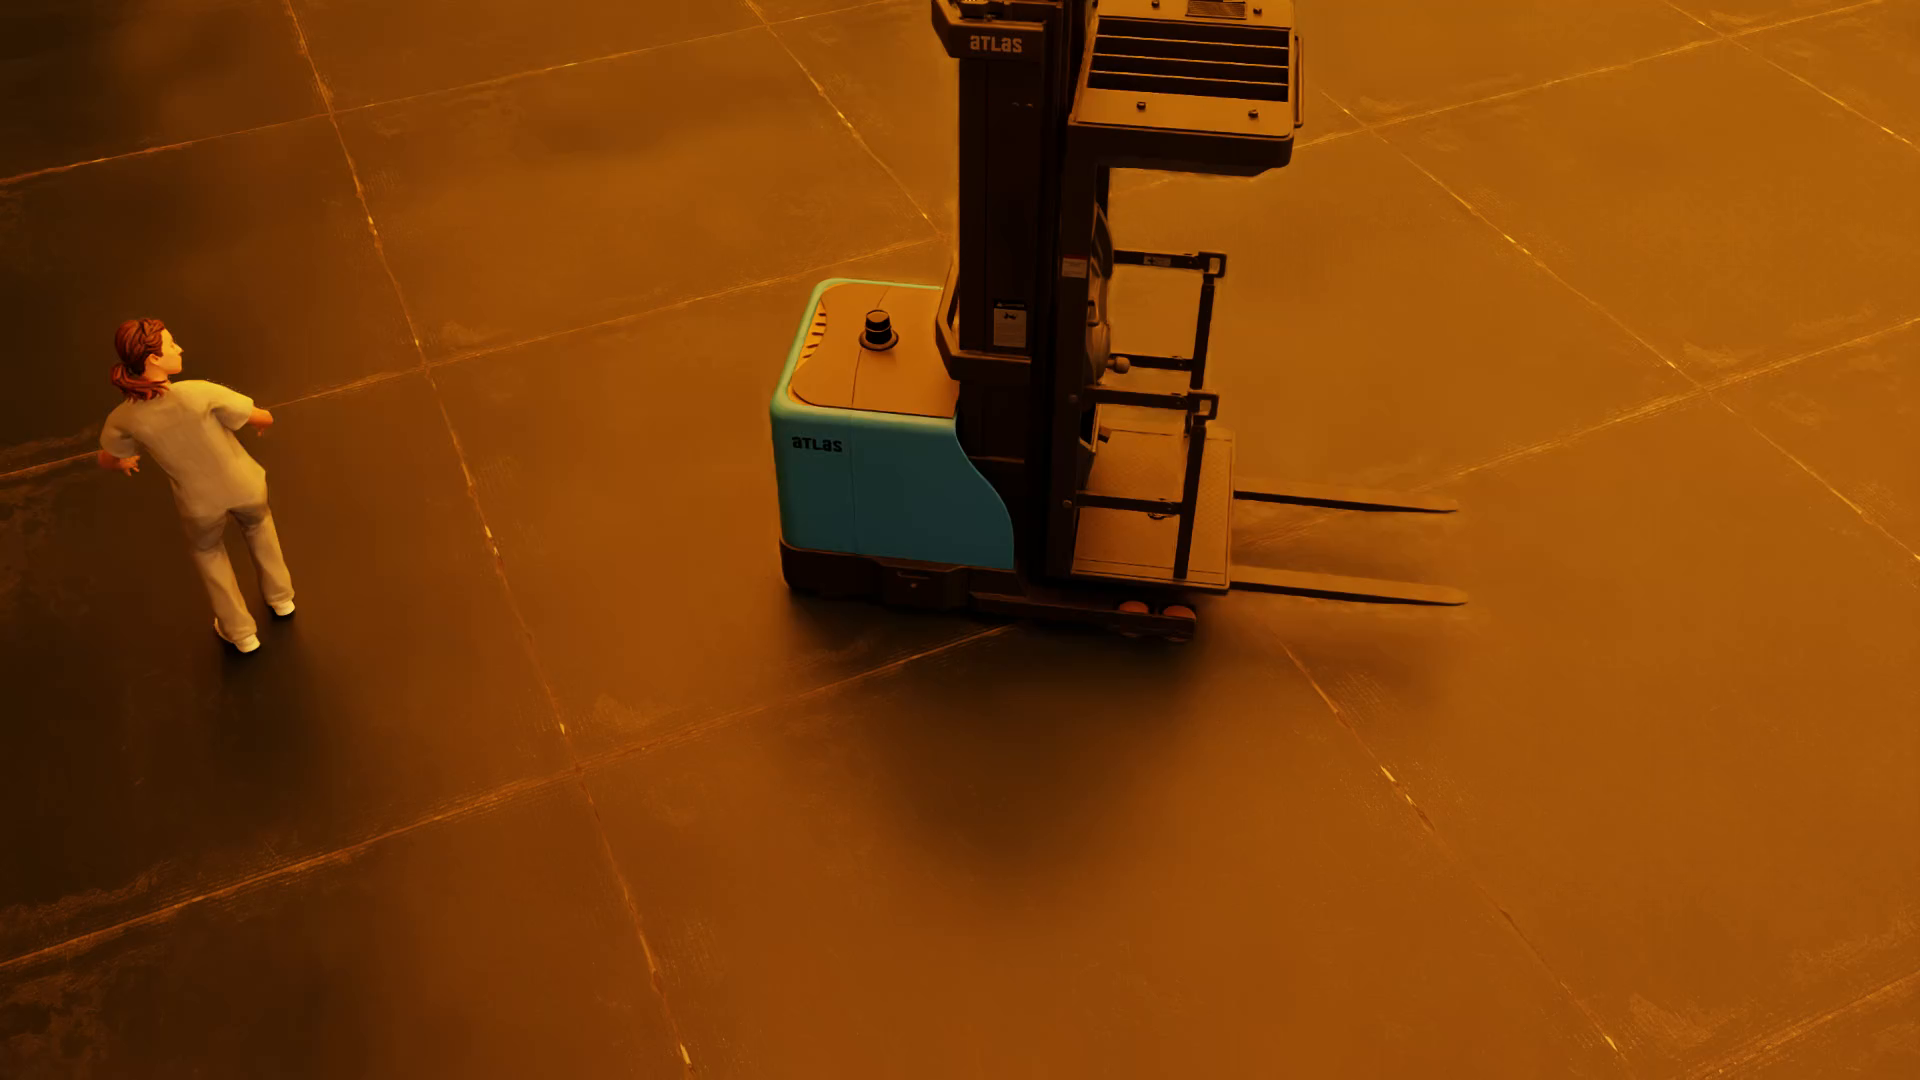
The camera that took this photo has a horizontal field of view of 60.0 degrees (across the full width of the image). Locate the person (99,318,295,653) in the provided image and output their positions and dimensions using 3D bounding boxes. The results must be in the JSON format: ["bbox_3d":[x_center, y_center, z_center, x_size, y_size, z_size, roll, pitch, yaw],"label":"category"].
[{"bbox_3d":[-3.145,-0.243,6.931,0.671,1.618,0.505,-18,46,-18],"label":"person"}]

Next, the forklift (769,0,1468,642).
[{"bbox_3d":[0.753,-1.012,6.765,3.031,2.935,1.130,6,43,6],"label":"forklift"}]
